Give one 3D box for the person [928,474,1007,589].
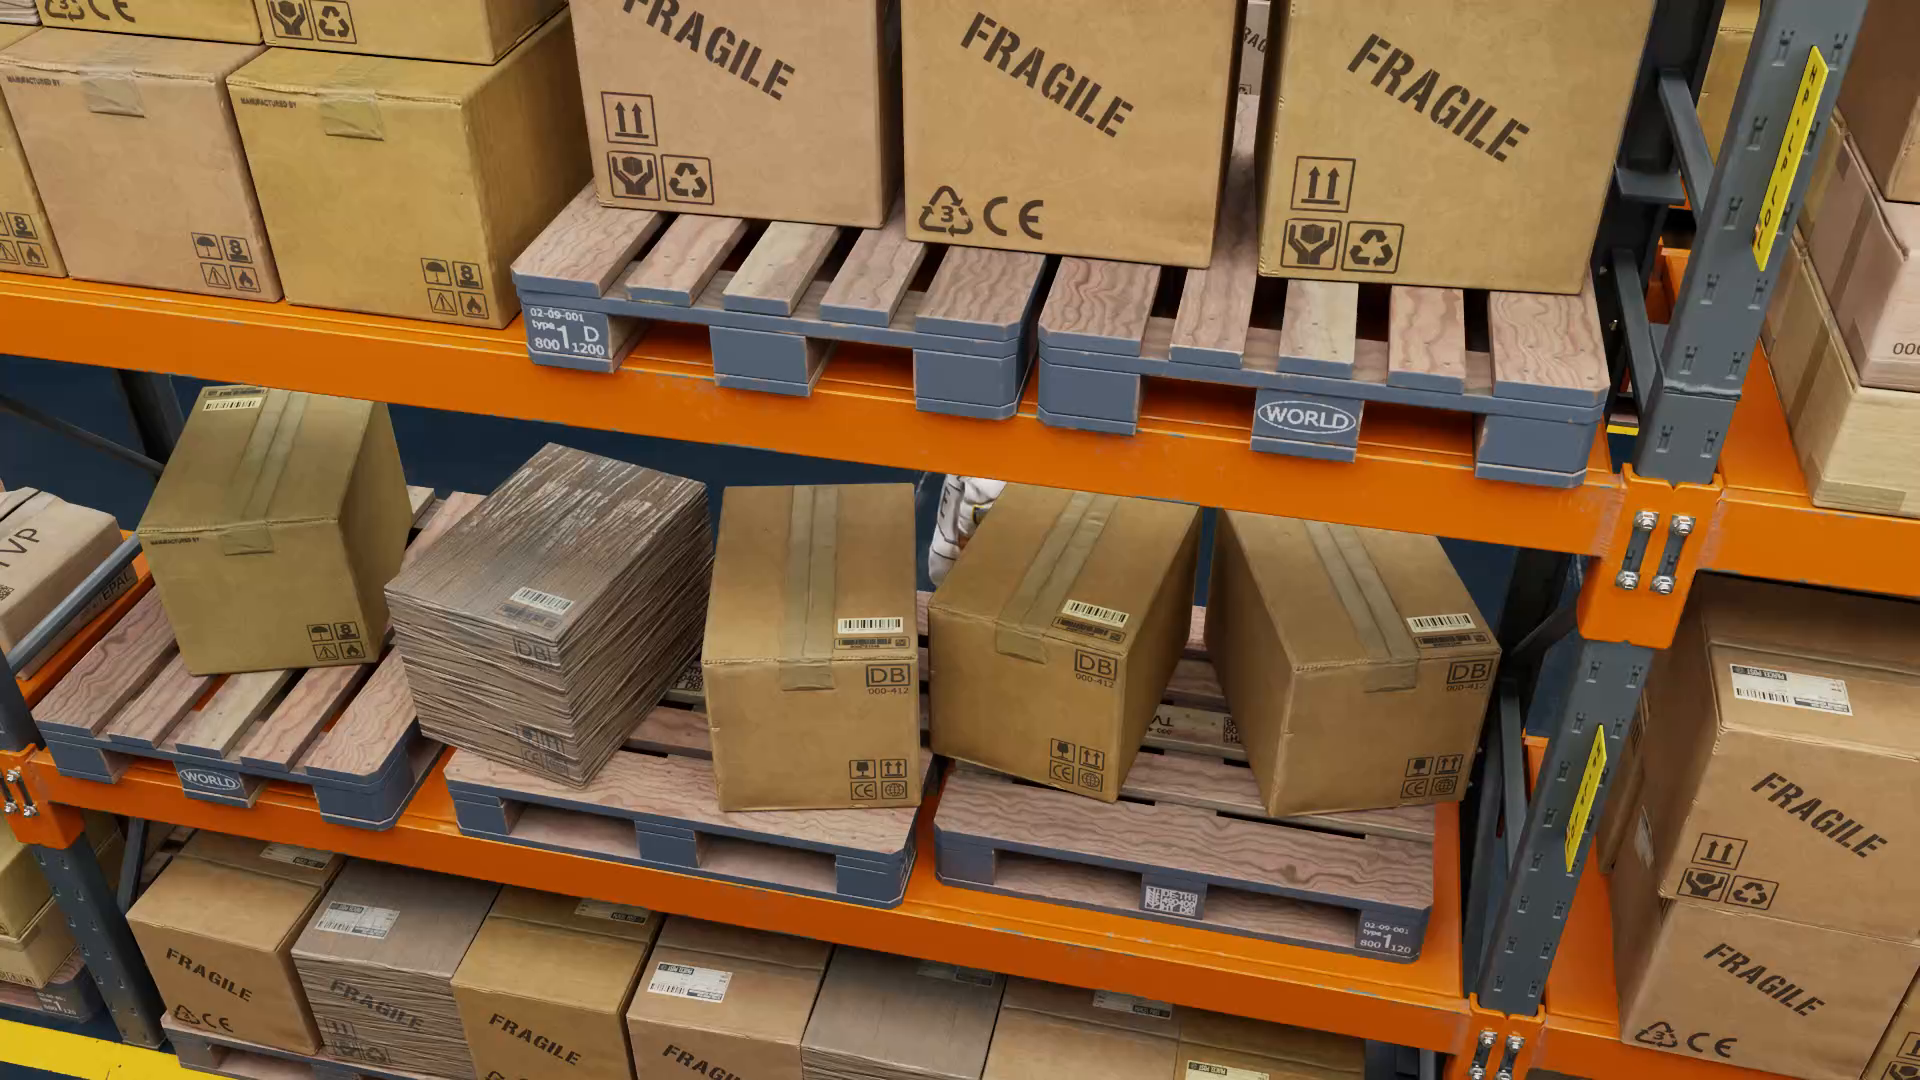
[{"bbox_3d":[0.135,0.114,5.992,0.473,1.666,0.547,8,37,10],"label":"person"}]
